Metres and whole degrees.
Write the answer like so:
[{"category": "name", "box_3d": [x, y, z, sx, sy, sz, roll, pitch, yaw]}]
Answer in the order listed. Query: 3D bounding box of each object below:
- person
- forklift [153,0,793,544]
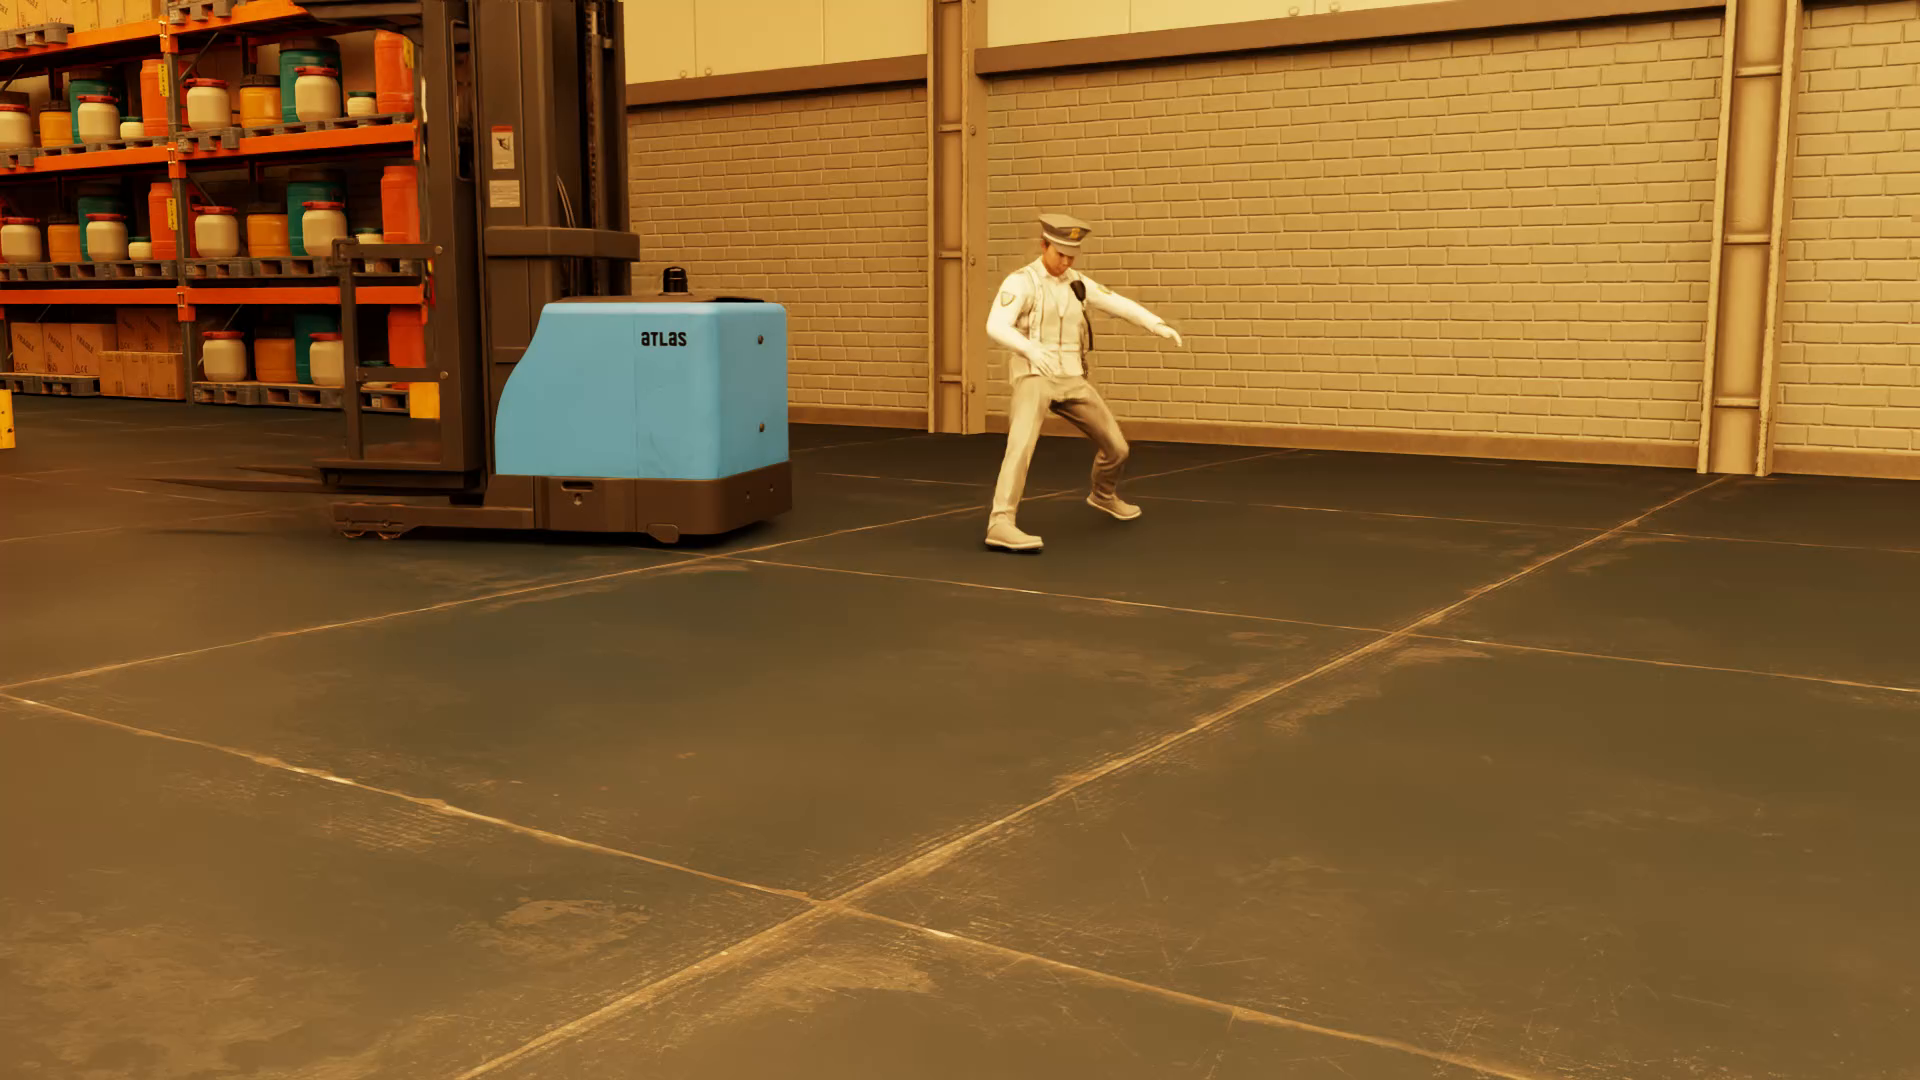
[{"category": "person", "box_3d": [0.534, -0.759, 7.699, 1.194, 1.484, 0.893, -4, 9, -29]}, {"category": "forklift", "box_3d": [-2.396, -1.522, 7.896, 3.031, 2.935, 1.130, 2, 8, 14]}]
